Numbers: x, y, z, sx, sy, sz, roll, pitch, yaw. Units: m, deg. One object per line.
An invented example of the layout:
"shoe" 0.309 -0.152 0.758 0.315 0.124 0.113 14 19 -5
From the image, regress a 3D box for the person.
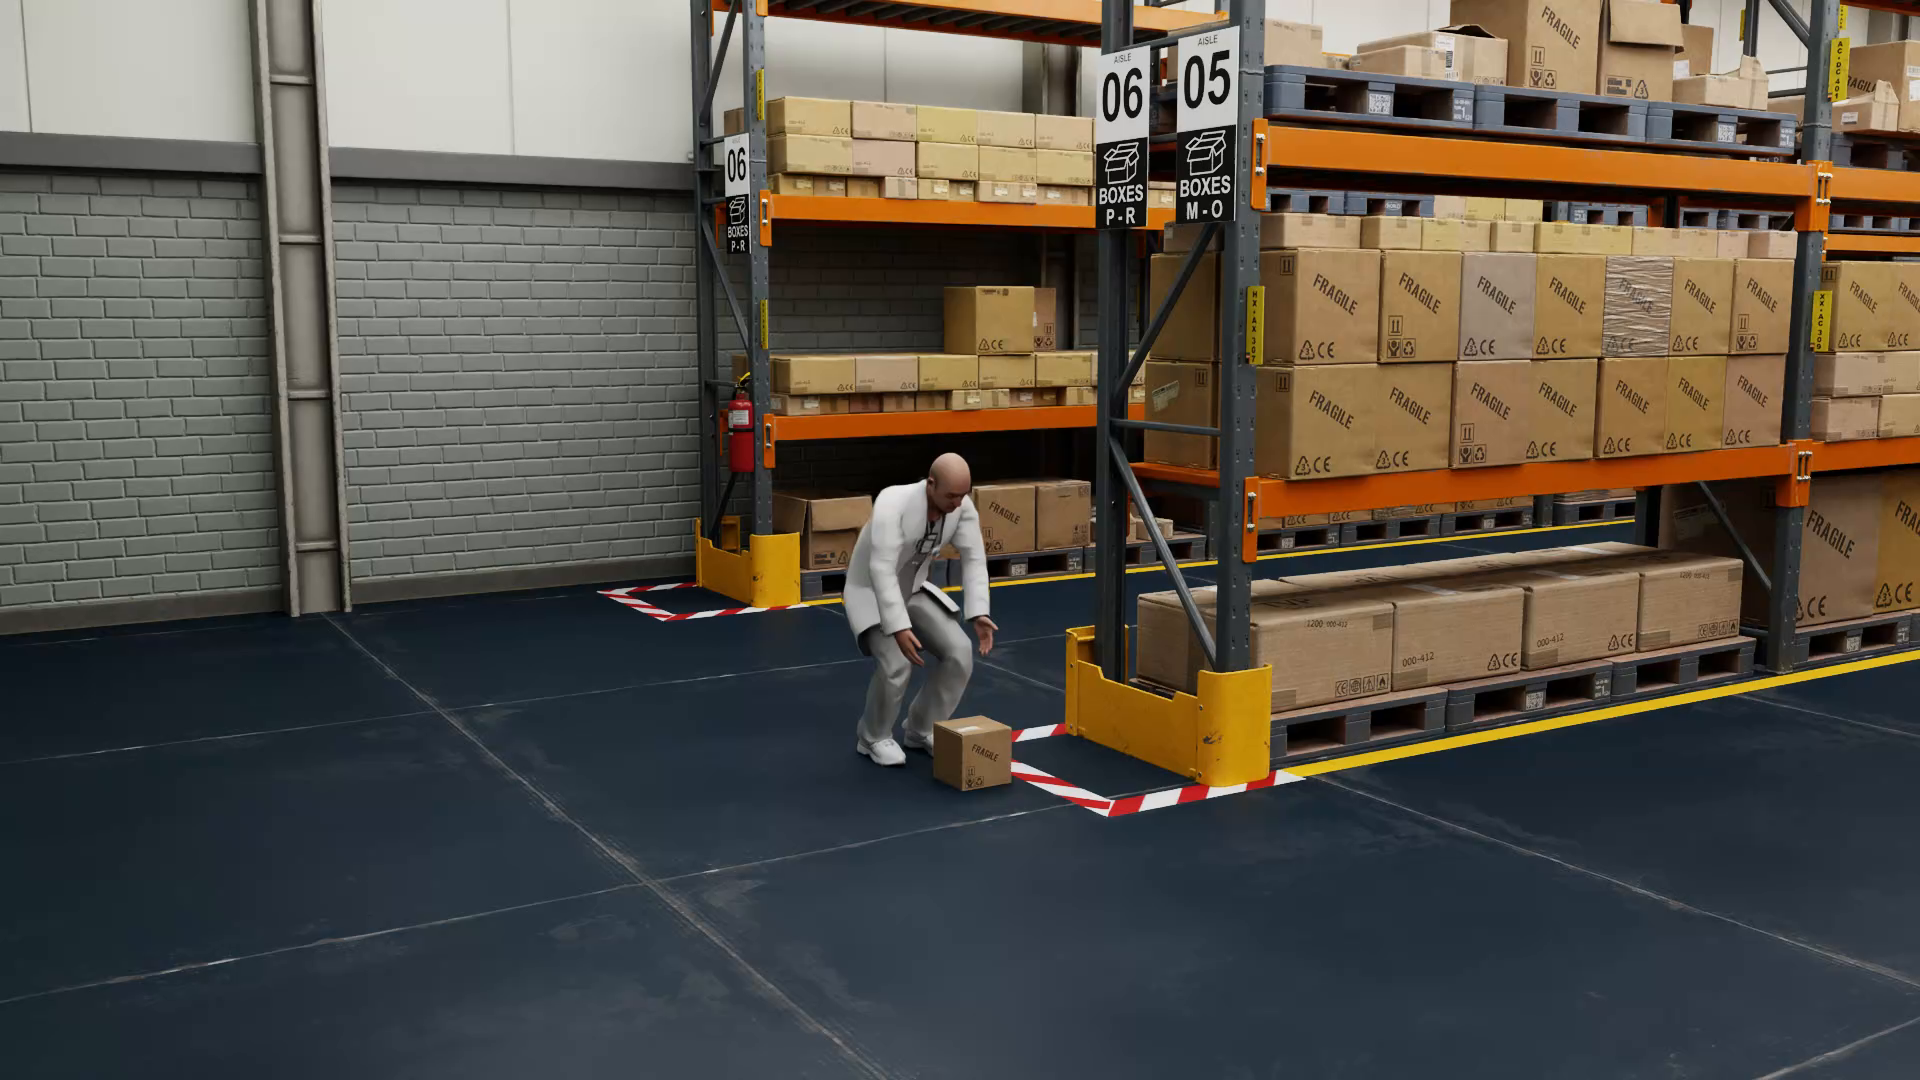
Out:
"person" -0.198 0.293 7.574 0.631 1.423 0.719 -5 10 -34
